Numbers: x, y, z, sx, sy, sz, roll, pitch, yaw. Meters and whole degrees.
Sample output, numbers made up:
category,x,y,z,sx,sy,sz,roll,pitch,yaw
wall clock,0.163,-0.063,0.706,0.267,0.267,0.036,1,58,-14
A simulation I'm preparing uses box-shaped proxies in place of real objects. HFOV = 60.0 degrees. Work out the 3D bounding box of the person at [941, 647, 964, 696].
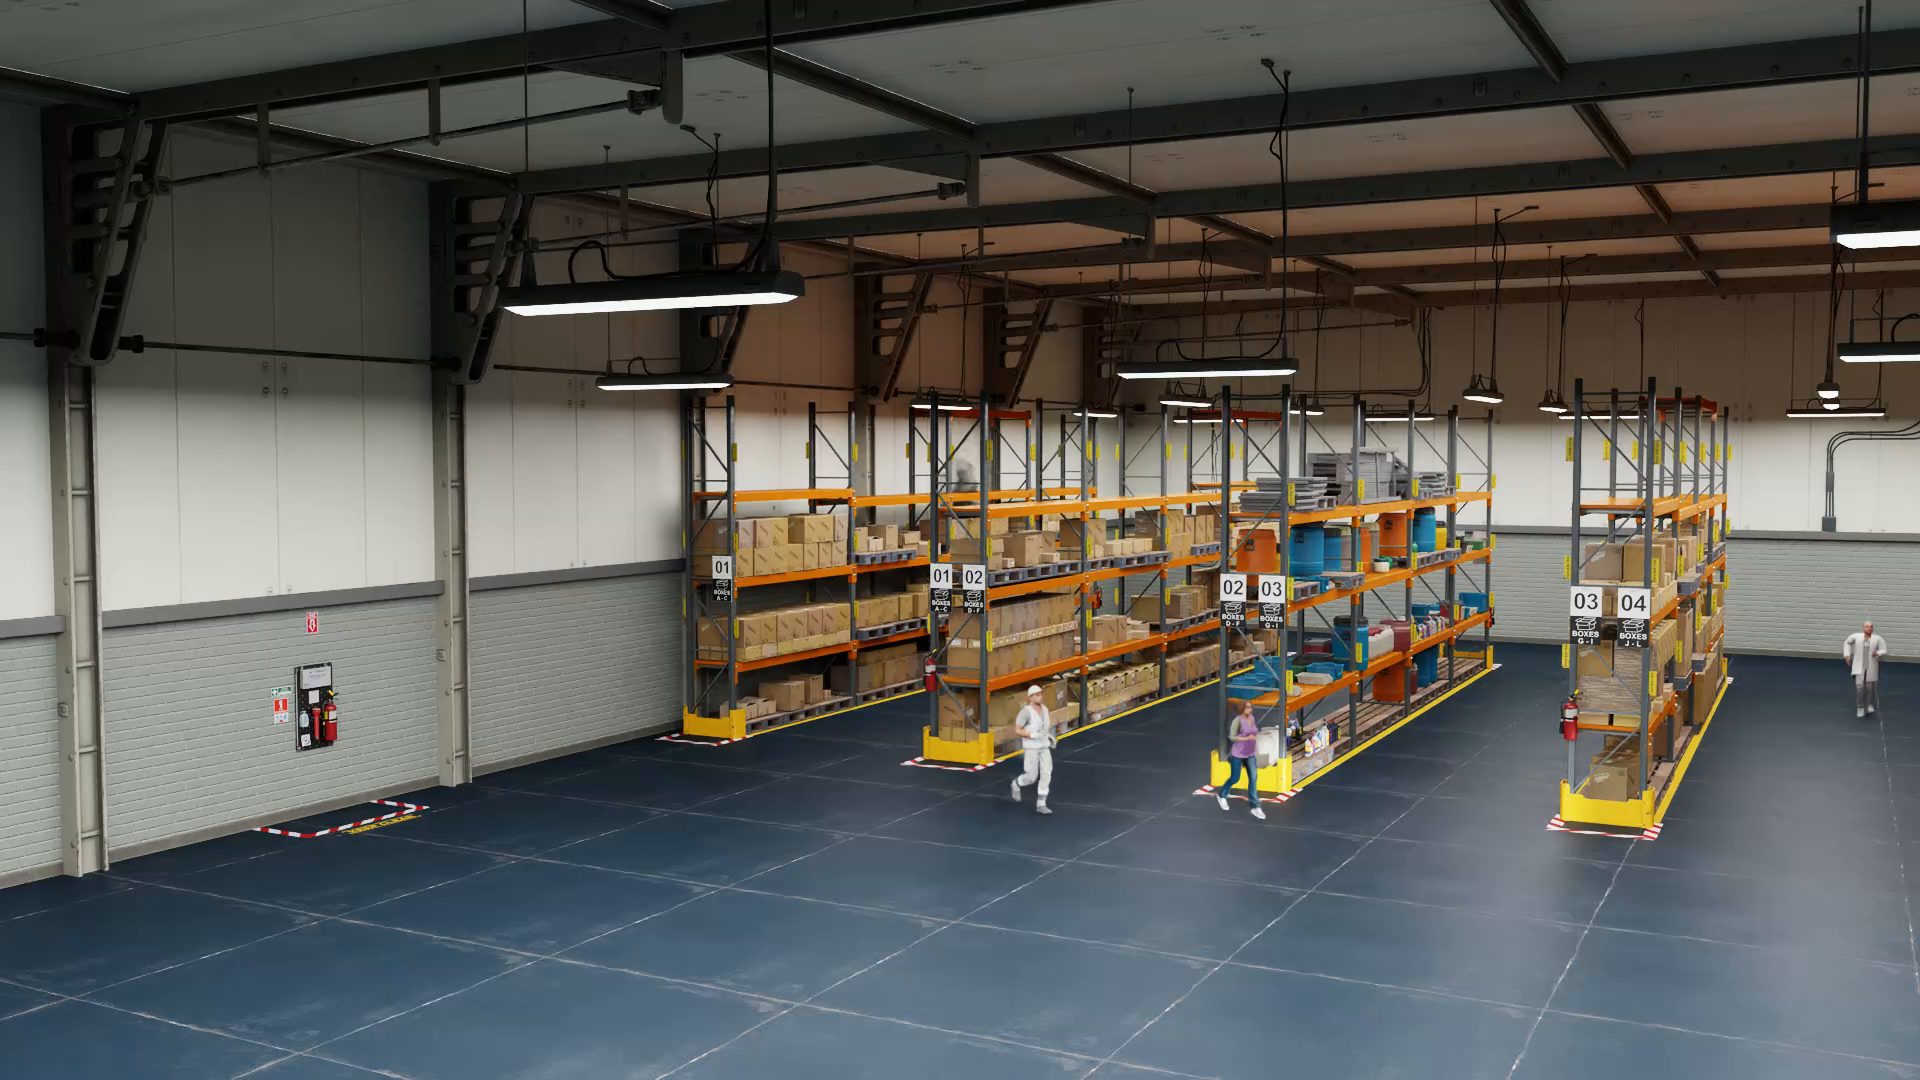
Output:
category,x,y,z,sx,sy,sz,roll,pitch,yaw
person,-0.097,2.570,30.674,0.554,1.718,0.751,1,3,24

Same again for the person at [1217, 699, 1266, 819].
category,x,y,z,sx,sy,sz,roll,pitch,yaw
person,3.866,2.965,22.782,0.548,1.588,0.870,-2,3,-30

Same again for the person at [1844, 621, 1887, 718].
category,x,y,z,sx,sy,sz,roll,pitch,yaw
person,17.235,2.493,31.669,0.722,1.737,0.917,1,3,25

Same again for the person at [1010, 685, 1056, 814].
category,x,y,z,sx,sy,sz,roll,pitch,yaw
person,1.033,2.899,23.168,0.664,1.759,0.816,-2,4,-36
